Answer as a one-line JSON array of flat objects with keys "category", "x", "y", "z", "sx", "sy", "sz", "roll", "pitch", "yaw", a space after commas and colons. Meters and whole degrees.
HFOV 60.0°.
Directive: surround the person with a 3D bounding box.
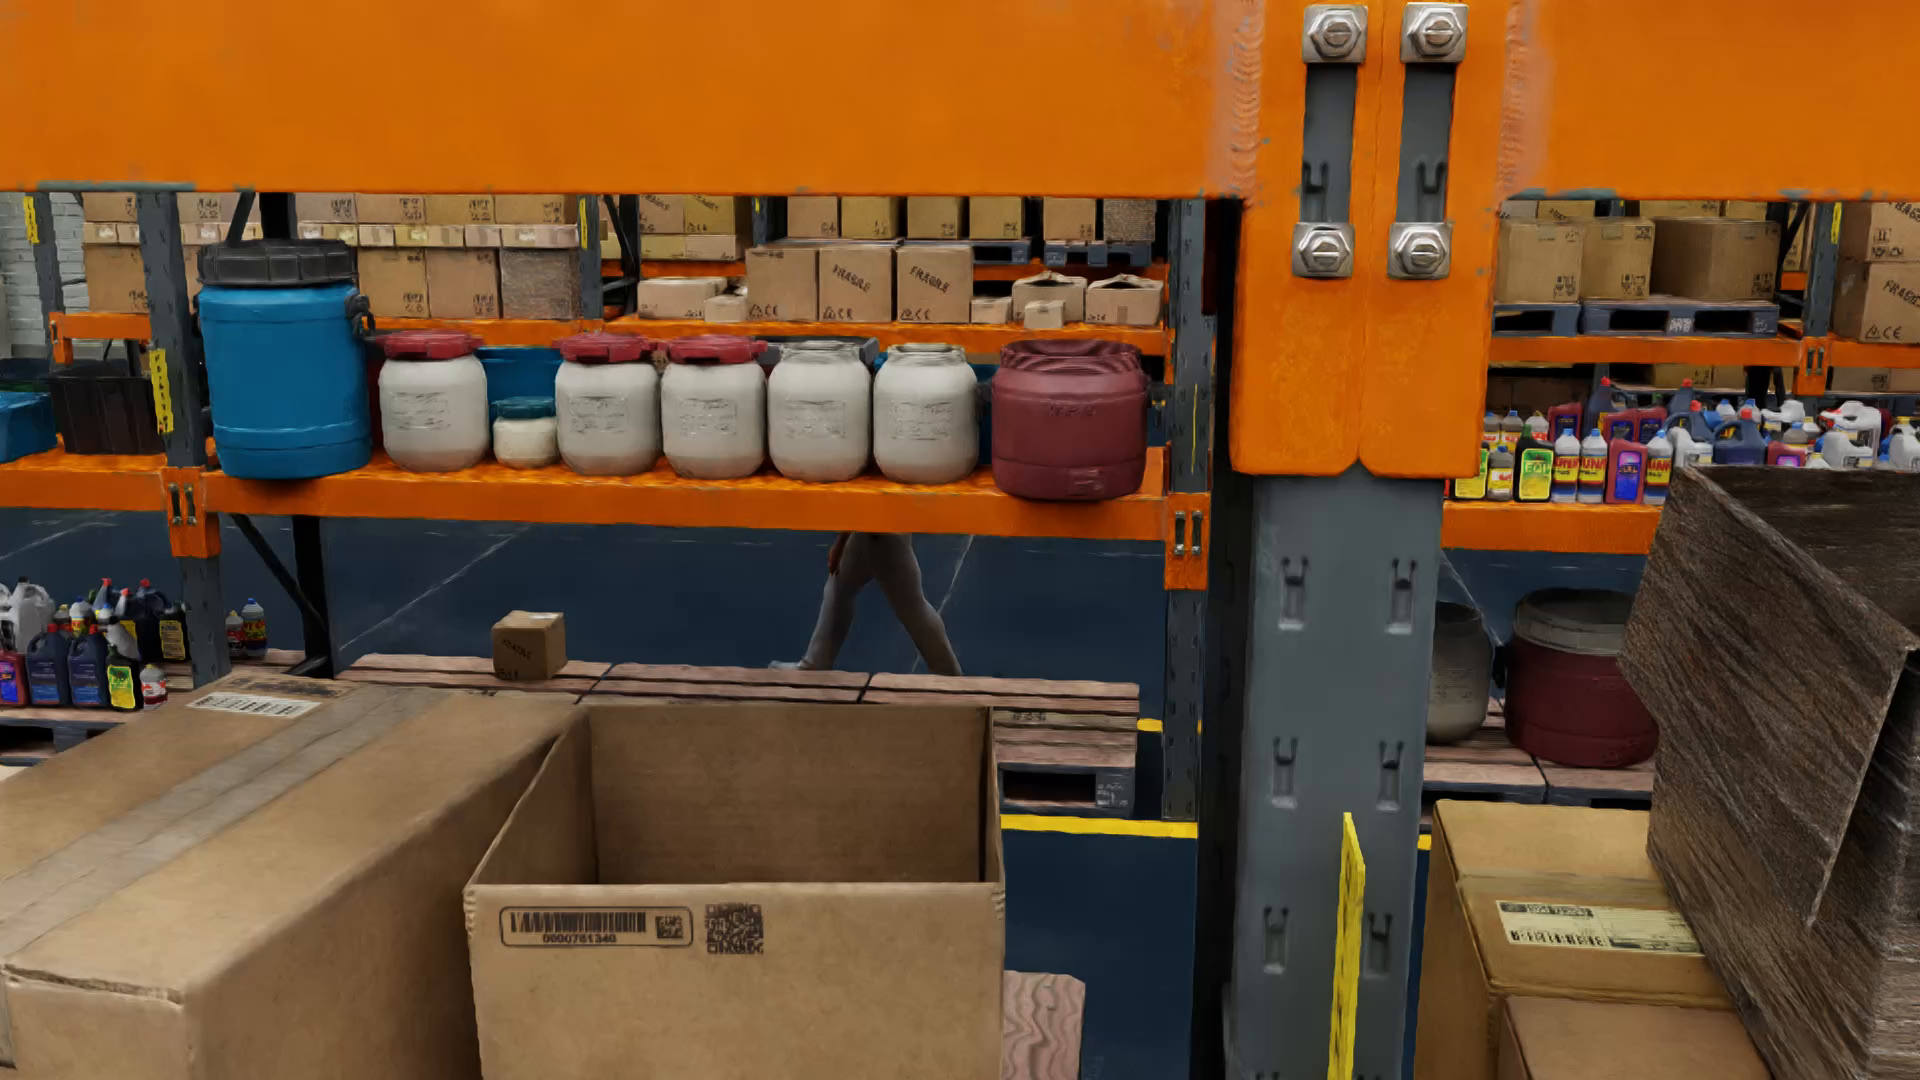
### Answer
[{"category": "person", "x": -0.456, "y": -0.057, "z": 7.719, "sx": 0.941, "sy": 1.621, "sz": 0.465, "roll": 0, "pitch": 14, "yaw": -1}]
